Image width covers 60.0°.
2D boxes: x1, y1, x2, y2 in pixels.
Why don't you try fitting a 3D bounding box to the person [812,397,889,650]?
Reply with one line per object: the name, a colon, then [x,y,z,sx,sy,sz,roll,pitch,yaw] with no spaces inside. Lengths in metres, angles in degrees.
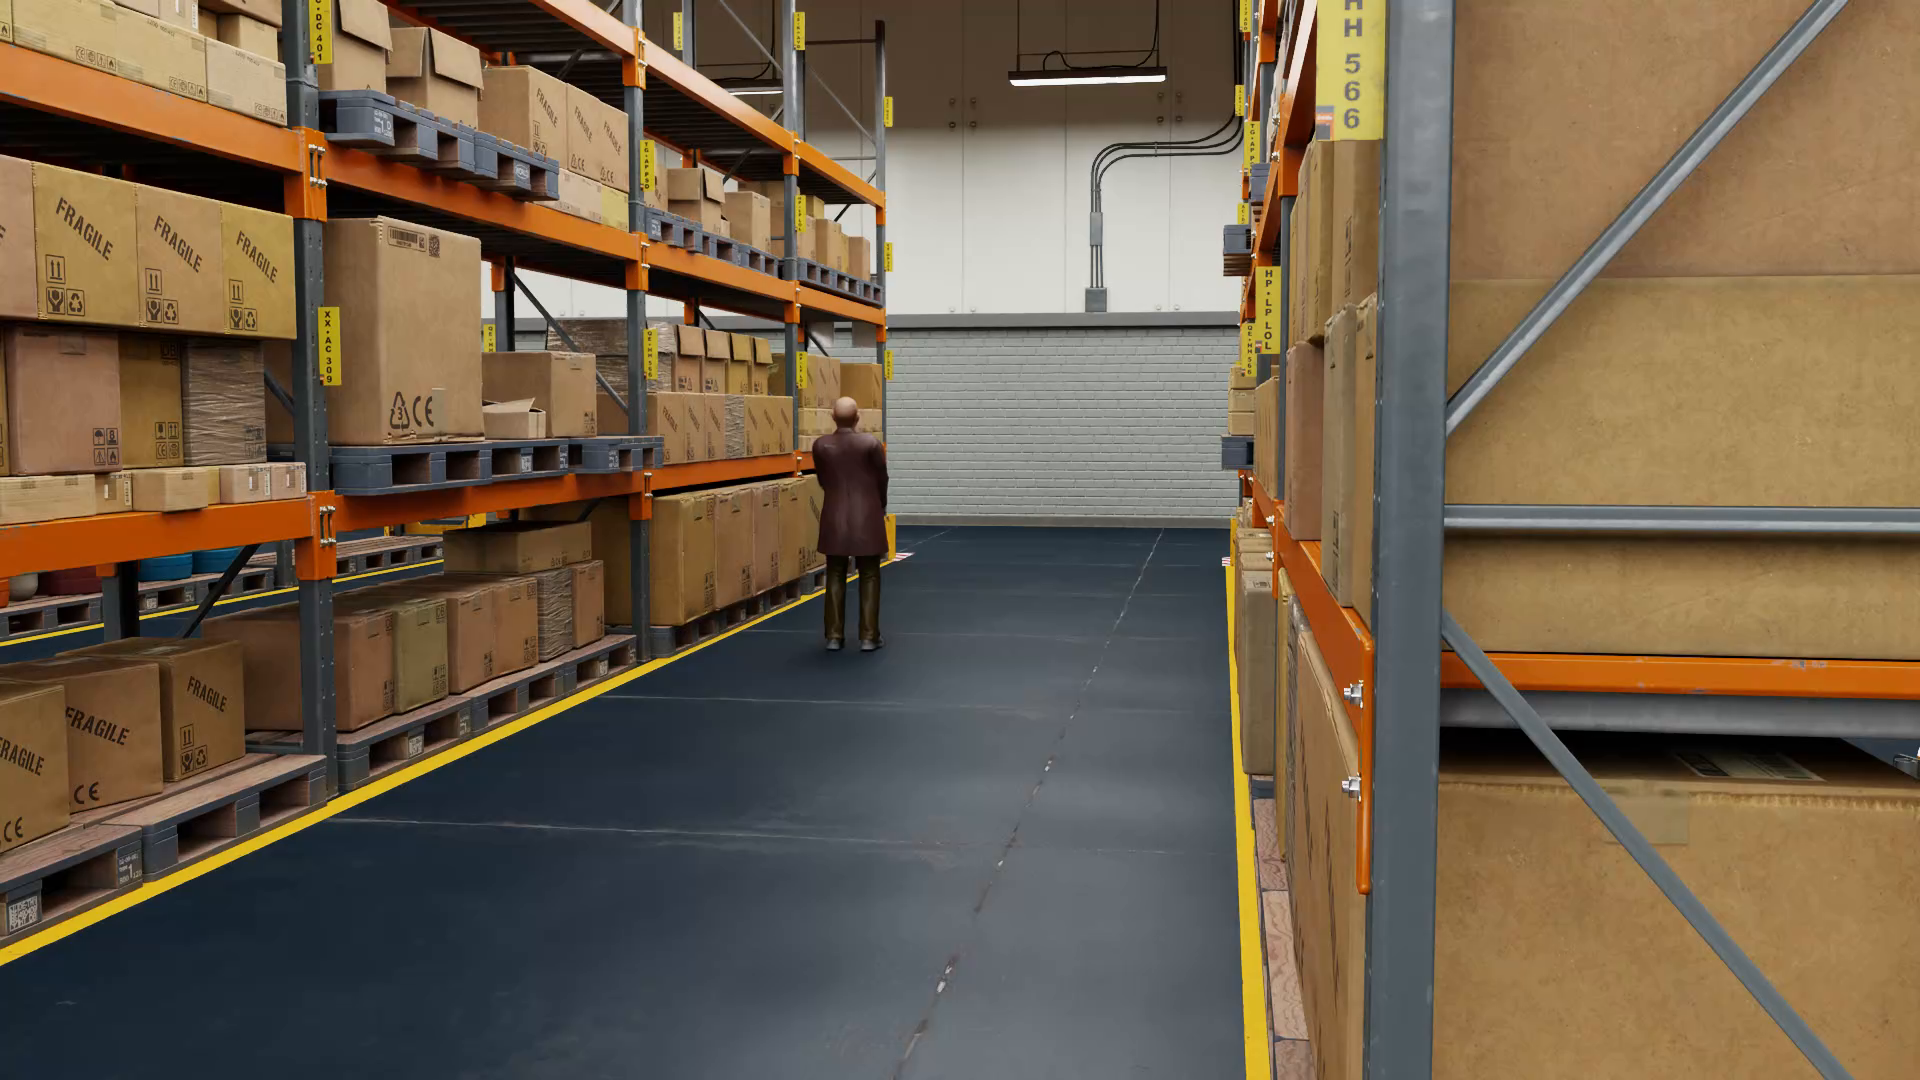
person: [-0.747,-0.124,11.758,0.529,1.770,0.563,1,4,9]
